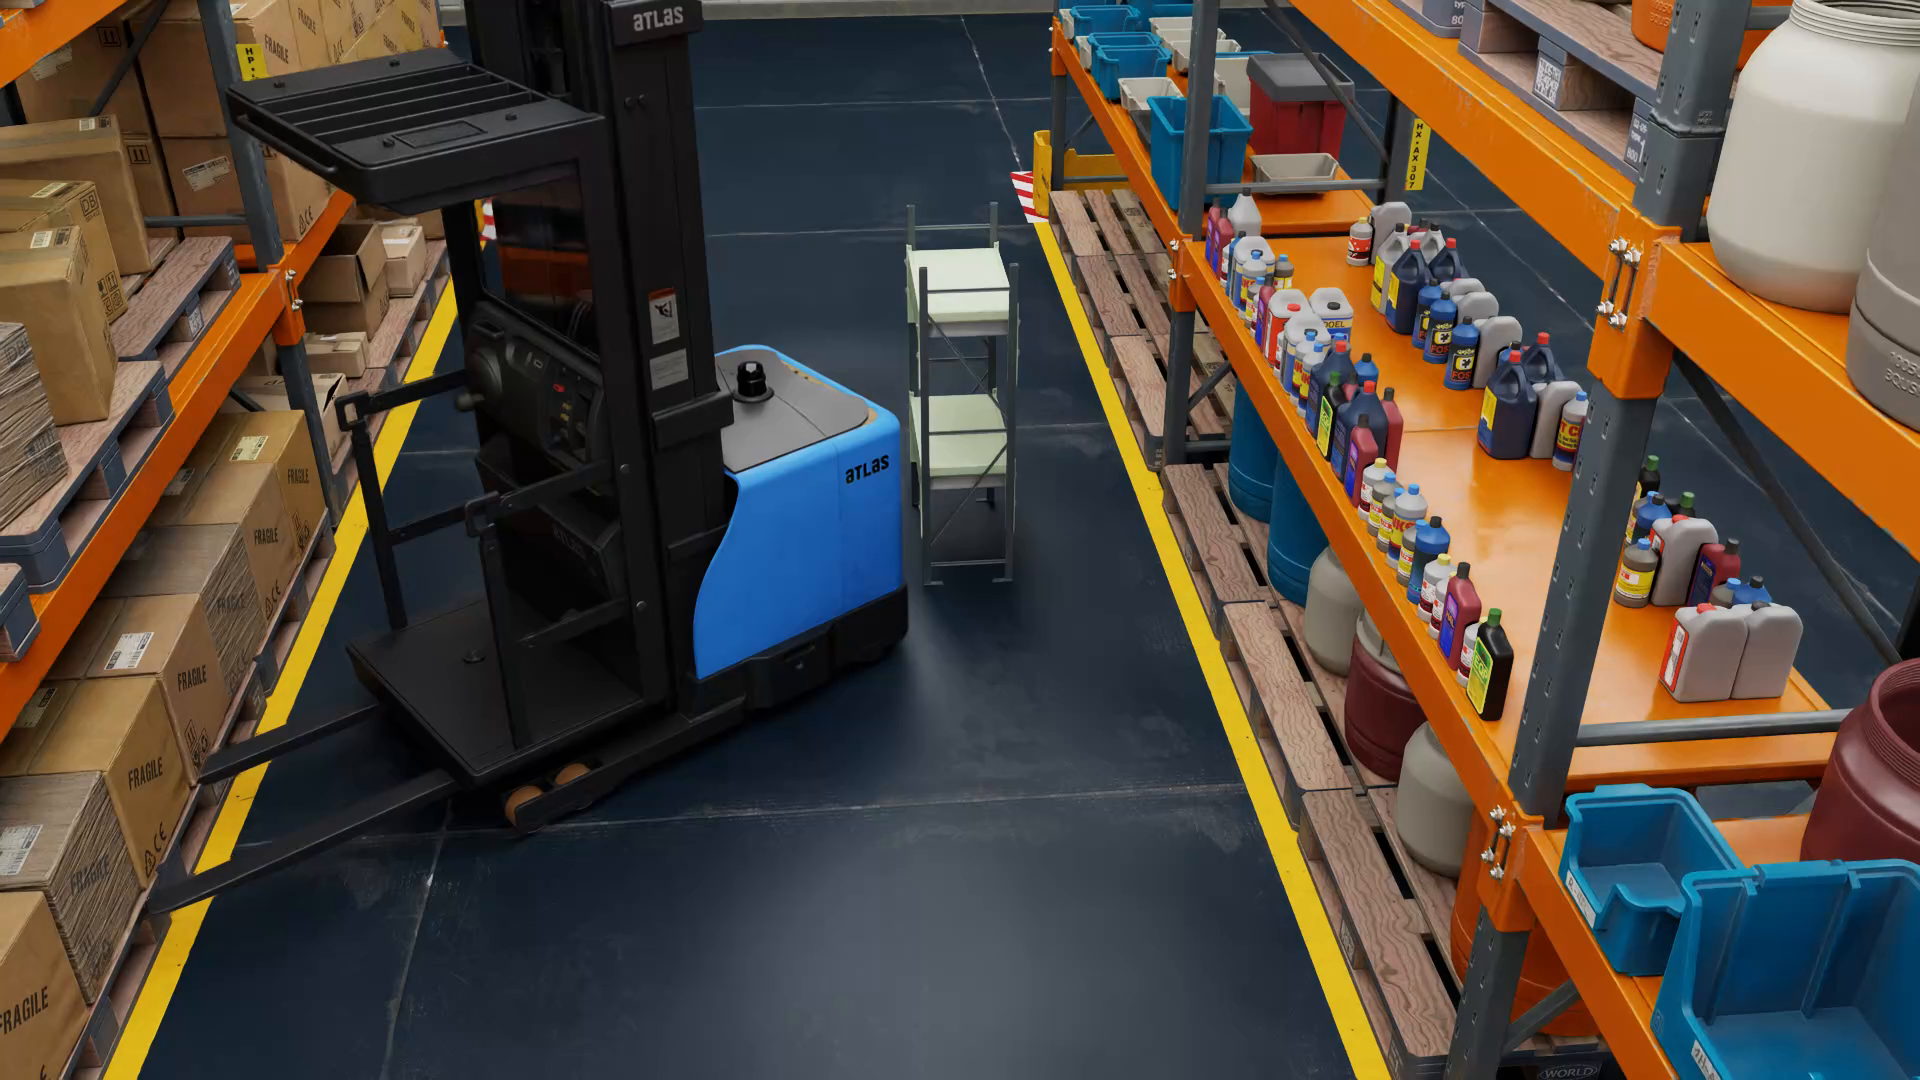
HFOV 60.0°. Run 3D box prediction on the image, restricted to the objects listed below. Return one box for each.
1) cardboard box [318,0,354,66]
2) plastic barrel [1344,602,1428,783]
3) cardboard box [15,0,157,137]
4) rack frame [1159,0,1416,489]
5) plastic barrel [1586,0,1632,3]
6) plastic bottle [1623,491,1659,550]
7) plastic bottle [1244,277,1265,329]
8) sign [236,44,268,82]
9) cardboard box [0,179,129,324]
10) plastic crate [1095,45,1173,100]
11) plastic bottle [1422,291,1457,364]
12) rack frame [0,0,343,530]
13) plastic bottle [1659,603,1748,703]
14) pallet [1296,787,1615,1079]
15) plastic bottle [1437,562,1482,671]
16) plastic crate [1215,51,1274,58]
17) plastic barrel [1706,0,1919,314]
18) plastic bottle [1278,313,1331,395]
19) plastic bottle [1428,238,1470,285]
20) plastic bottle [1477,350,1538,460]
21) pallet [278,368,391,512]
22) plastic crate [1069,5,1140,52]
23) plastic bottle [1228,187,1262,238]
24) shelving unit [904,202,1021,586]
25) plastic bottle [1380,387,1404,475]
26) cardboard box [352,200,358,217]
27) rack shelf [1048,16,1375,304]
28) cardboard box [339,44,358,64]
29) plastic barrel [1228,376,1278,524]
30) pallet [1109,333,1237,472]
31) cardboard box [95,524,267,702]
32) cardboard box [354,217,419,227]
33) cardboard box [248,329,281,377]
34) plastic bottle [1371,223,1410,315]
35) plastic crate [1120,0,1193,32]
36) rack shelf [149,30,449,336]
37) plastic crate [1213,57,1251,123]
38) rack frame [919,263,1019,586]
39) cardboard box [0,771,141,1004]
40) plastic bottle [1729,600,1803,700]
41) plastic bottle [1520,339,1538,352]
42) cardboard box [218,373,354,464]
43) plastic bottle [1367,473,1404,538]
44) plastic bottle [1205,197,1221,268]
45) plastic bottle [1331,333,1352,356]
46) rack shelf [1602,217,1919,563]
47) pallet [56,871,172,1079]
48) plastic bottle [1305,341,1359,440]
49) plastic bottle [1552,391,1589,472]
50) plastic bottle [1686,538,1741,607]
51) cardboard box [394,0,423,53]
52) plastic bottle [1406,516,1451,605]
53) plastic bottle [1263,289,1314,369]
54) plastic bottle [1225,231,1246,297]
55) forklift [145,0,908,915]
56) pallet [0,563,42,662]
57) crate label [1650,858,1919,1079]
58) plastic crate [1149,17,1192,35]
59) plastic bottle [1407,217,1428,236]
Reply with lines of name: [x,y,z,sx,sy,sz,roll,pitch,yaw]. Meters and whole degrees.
cardboard box: [-3.299,-2.597,8.100,0.500,0.500,0.500,-4,31,-6]
plastic barrel: [1.699,0.492,5.944,0.600,0.588,0.708,-3,31,-5]
cardboard box: [-3.744,-2.063,7.205,0.500,0.500,0.500,-3,31,-4]
rack frame: [1.494,-1.580,7.470,1.000,3.000,0.127,-3,31,-5]
plastic barrel: [1.621,-1.487,4.114,0.301,0.262,0.301,0,31,0]
plastic bottle: [2.109,-0.054,5.109,0.097,0.201,0.097,0,31,0]
plastic bottle: [1.184,-0.943,6.598,0.097,0.201,0.097,0,31,0]
sign: [-2.886,-1.870,6.827,0.100,0.325,0.005,-3,31,-5]
cardboard box: [-3.490,-0.967,5.937,0.700,0.500,0.500,2,31,3]
plastic crate: [0.966,-2.609,9.297,0.416,0.233,0.300,-3,31,-5]
plastic bottle: [1.824,-0.811,6.308,0.097,0.271,0.097,0,31,0]
rack frame: [-3.439,-1.345,7.076,1.000,3.000,0.127,-3,31,-5]
plastic bottle: [1.997,0.286,4.467,0.152,0.276,0.135,-3,31,-5]
pallet: [1.752,1.259,5.437,1.003,0.211,1.213,-3,31,-5]
plastic bottle: [1.383,0.208,4.590,0.061,0.283,0.133,-3,31,-5]
plastic crate: [1.567,-2.540,9.182,0.416,0.233,0.300,-3,31,-5]
plastic barrel: [1.591,-0.700,2.963,0.421,0.512,0.421,0,31,0]
plastic bottle: [1.266,-0.681,6.086,0.152,0.276,0.135,-3,31,-5]
plastic bottle: [1.922,-1.011,6.565,0.144,0.351,0.185,-3,31,-5]
plastic bottle: [1.869,-0.467,5.655,0.144,0.351,0.185,-3,31,-5]
pallet: [-3.502,-0.498,8.378,1.003,0.211,1.213,-3,31,-5]
plastic crate: [0.877,-3.098,10.117,0.416,0.233,0.300,-3,31,-5]
plastic bottle: [1.207,-1.343,7.121,0.144,0.351,0.185,-3,31,-5]
shelving unit: [0.001,-0.640,7.360,0.431,1.500,0.755,-3,31,-5]
plastic bottle: [1.424,-0.359,5.539,0.061,0.283,0.133,-3,31,-5]
cardboard box: [-4.115,-2.122,10.728,0.380,0.149,0.250,-3,31,-5]
rack shelf: [1.307,-2.292,9.364,1.077,0.370,4.000,-3,31,-5]
cardboard box: [-3.310,-2.178,8.373,0.500,0.500,0.500,-3,31,-5]
plastic barrel: [1.527,-0.581,7.434,0.600,0.901,0.708,-3,31,-5]
pallet: [1.386,-0.756,8.811,1.003,0.211,1.213,-3,31,-5]
cardboard box: [-3.023,0.287,6.354,0.500,0.500,0.500,-2,31,-4]
cardboard box: [-3.568,-1.882,10.310,0.380,0.166,0.250,-3,31,-5]
cardboard box: [-3.844,-1.039,8.758,0.500,0.311,0.500,-3,31,-5]
plastic bottle: [1.762,-1.098,6.712,0.144,0.351,0.185,-3,31,-5]
plastic crate: [1.337,-3.501,10.594,0.616,0.435,0.499,-3,31,-5]
rack shelf: [-3.625,-2.057,8.970,1.077,0.370,4.000,-3,31,-5]
plastic crate: [1.534,-2.343,8.805,0.437,0.282,0.530,-3,31,-5]
rack frame: [0.035,-0.454,7.047,0.400,1.500,0.023,-3,31,-5]
cardboard box: [-2.877,1.069,5.044,0.500,0.500,0.500,-4,31,-6]
plastic bottle: [2.149,0.279,4.479,0.152,0.276,0.135,-3,31,-5]
plastic bottle: [2.035,-0.597,5.938,0.061,0.283,0.133,-3,31,-5]
cardboard box: [-3.262,-0.604,8.029,0.500,0.311,0.500,-3,31,-5]
plastic bottle: [1.336,-0.114,5.210,0.097,0.201,0.097,0,31,0]
plastic bottle: [1.103,-1.322,7.152,0.061,0.283,0.133,-3,31,-5]
plastic bottle: [1.388,-0.665,6.131,0.097,0.201,0.097,0,31,0]
rack shelf: [2.054,0.504,1.757,1.077,0.370,4.000,-3,31,-5]
pallet: [-3.097,1.512,5.013,1.003,0.211,1.213,-3,31,-5]
plastic bottle: [1.295,-0.532,5.764,0.144,0.351,0.185,-3,31,-5]
plastic bottle: [2.057,-0.369,5.568,0.097,0.271,0.097,0,31,0]
plastic bottle: [2.163,0.106,4.761,0.061,0.283,0.133,-3,31,-5]
cardboard box: [-3.447,-2.949,9.665,0.500,0.500,0.500,-2,31,-4]
plastic bottle: [1.372,0.054,4.859,0.097,0.271,0.097,0,31,0]
plastic bottle: [1.244,-0.800,6.284,0.152,0.276,0.135,-3,31,-5]
plastic bottle: [1.154,-1.141,6.861,0.097,0.271,0.097,0,31,0]
forklift: [-1.661,-0.509,5.743,3.031,2.935,1.130,-24,38,-34]
pallet: [-3.198,0.437,4.280,1.213,0.211,1.003,-3,31,-5]
crate label: [1.691,0.967,3.171,0.502,0.435,0.616,-3,31,-5]
plastic crate: [1.376,-3.127,10.259,0.396,0.136,0.243,-3,31,-5]
plastic bottle: [1.919,-1.228,6.995,0.061,0.283,0.133,-3,31,-5]
